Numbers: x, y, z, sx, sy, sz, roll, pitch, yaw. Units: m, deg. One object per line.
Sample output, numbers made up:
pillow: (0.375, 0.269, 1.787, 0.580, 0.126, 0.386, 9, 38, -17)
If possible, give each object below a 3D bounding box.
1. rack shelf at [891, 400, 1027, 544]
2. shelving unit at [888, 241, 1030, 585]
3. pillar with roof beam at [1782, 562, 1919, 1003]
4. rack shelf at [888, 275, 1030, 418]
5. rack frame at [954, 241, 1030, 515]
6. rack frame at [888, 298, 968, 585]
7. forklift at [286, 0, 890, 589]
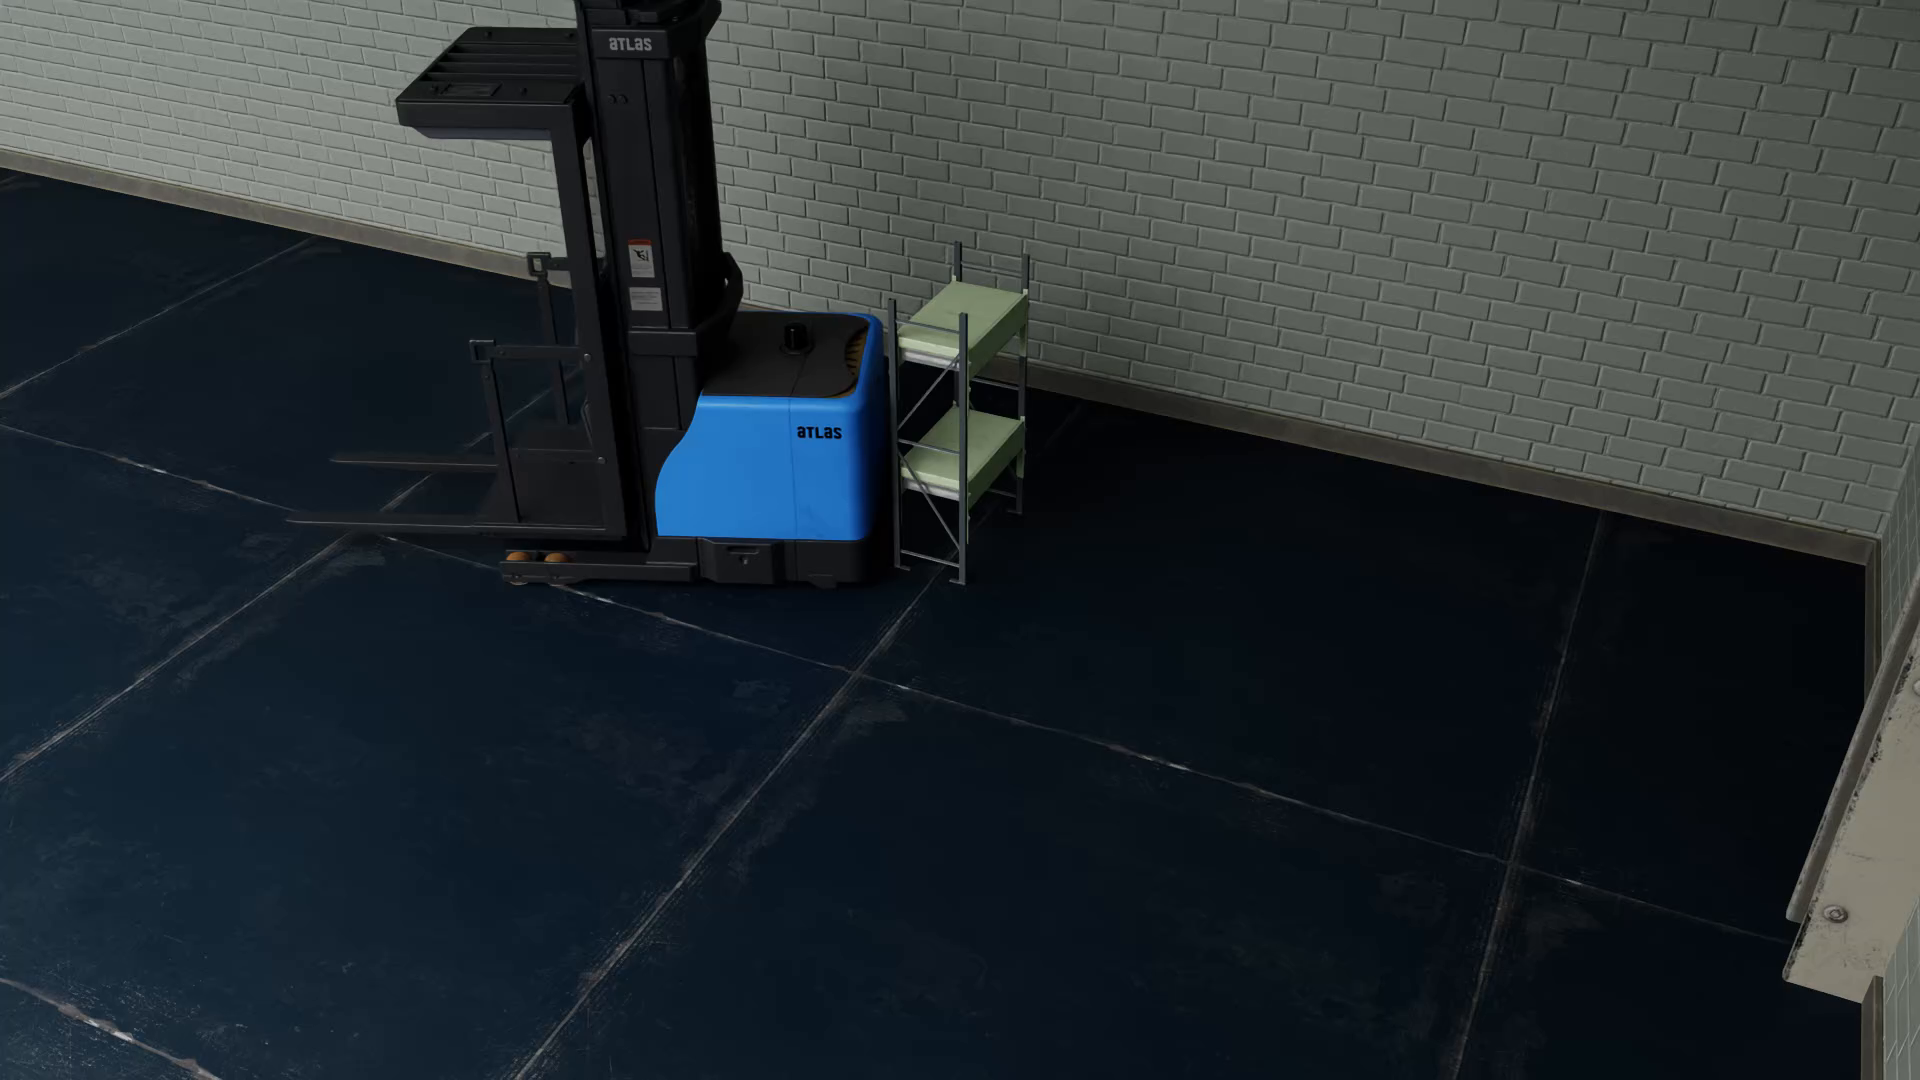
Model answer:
rack shelf: (0.003, -0.358, 8.523, 0.431, 0.370, 0.720, 14, 36, 20)
shelving unit: (0.003, -0.631, 8.344, 0.431, 1.500, 0.755, 14, 36, 20)
pillar with roof beam: (-0.603, -3.165, 5.371, 9.100, 9.000, 0.400, 14, 36, 20)
rack shelf: (0.003, -0.957, 8.130, 0.431, 0.370, 0.720, 14, 36, 20)
rack frame: (0.156, -0.813, 8.622, 0.400, 1.500, 0.023, 14, 36, 20)
rack frame: (-0.150, -0.448, 8.066, 0.400, 1.500, 0.023, 14, 36, 20)
forklift: (-1.918, -1.280, 8.029, 3.031, 2.935, 1.130, 2, 33, 2)
